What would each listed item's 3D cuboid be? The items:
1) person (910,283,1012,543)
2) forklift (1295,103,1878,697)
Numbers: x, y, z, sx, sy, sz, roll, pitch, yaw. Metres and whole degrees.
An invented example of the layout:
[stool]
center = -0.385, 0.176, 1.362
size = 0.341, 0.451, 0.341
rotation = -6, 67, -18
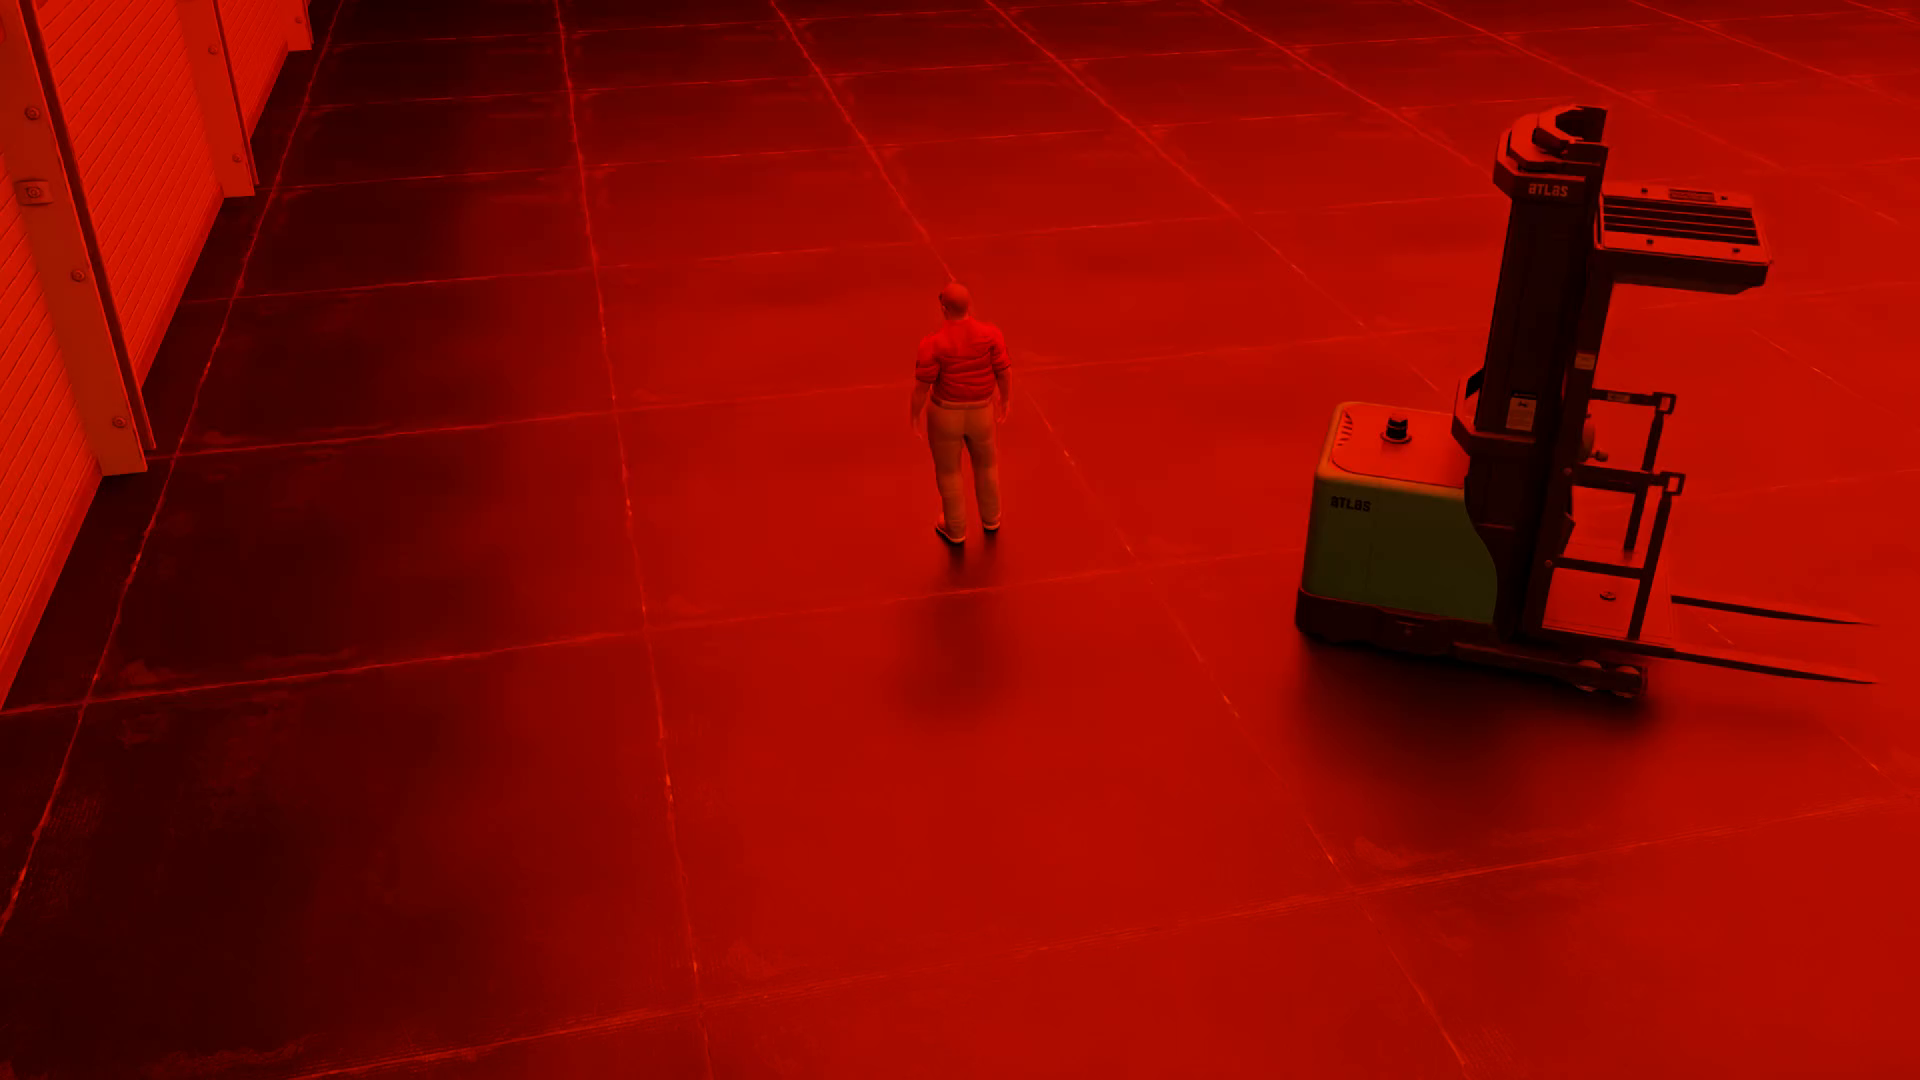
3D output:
[person]
center = -0.009, -0.799, 10.141
size = 0.640, 1.727, 0.551
rotation = -7, 31, -12
[forklift]
center = 3.495, -0.714, 8.808
size = 3.031, 2.935, 1.130
rotation = 9, 31, 15
